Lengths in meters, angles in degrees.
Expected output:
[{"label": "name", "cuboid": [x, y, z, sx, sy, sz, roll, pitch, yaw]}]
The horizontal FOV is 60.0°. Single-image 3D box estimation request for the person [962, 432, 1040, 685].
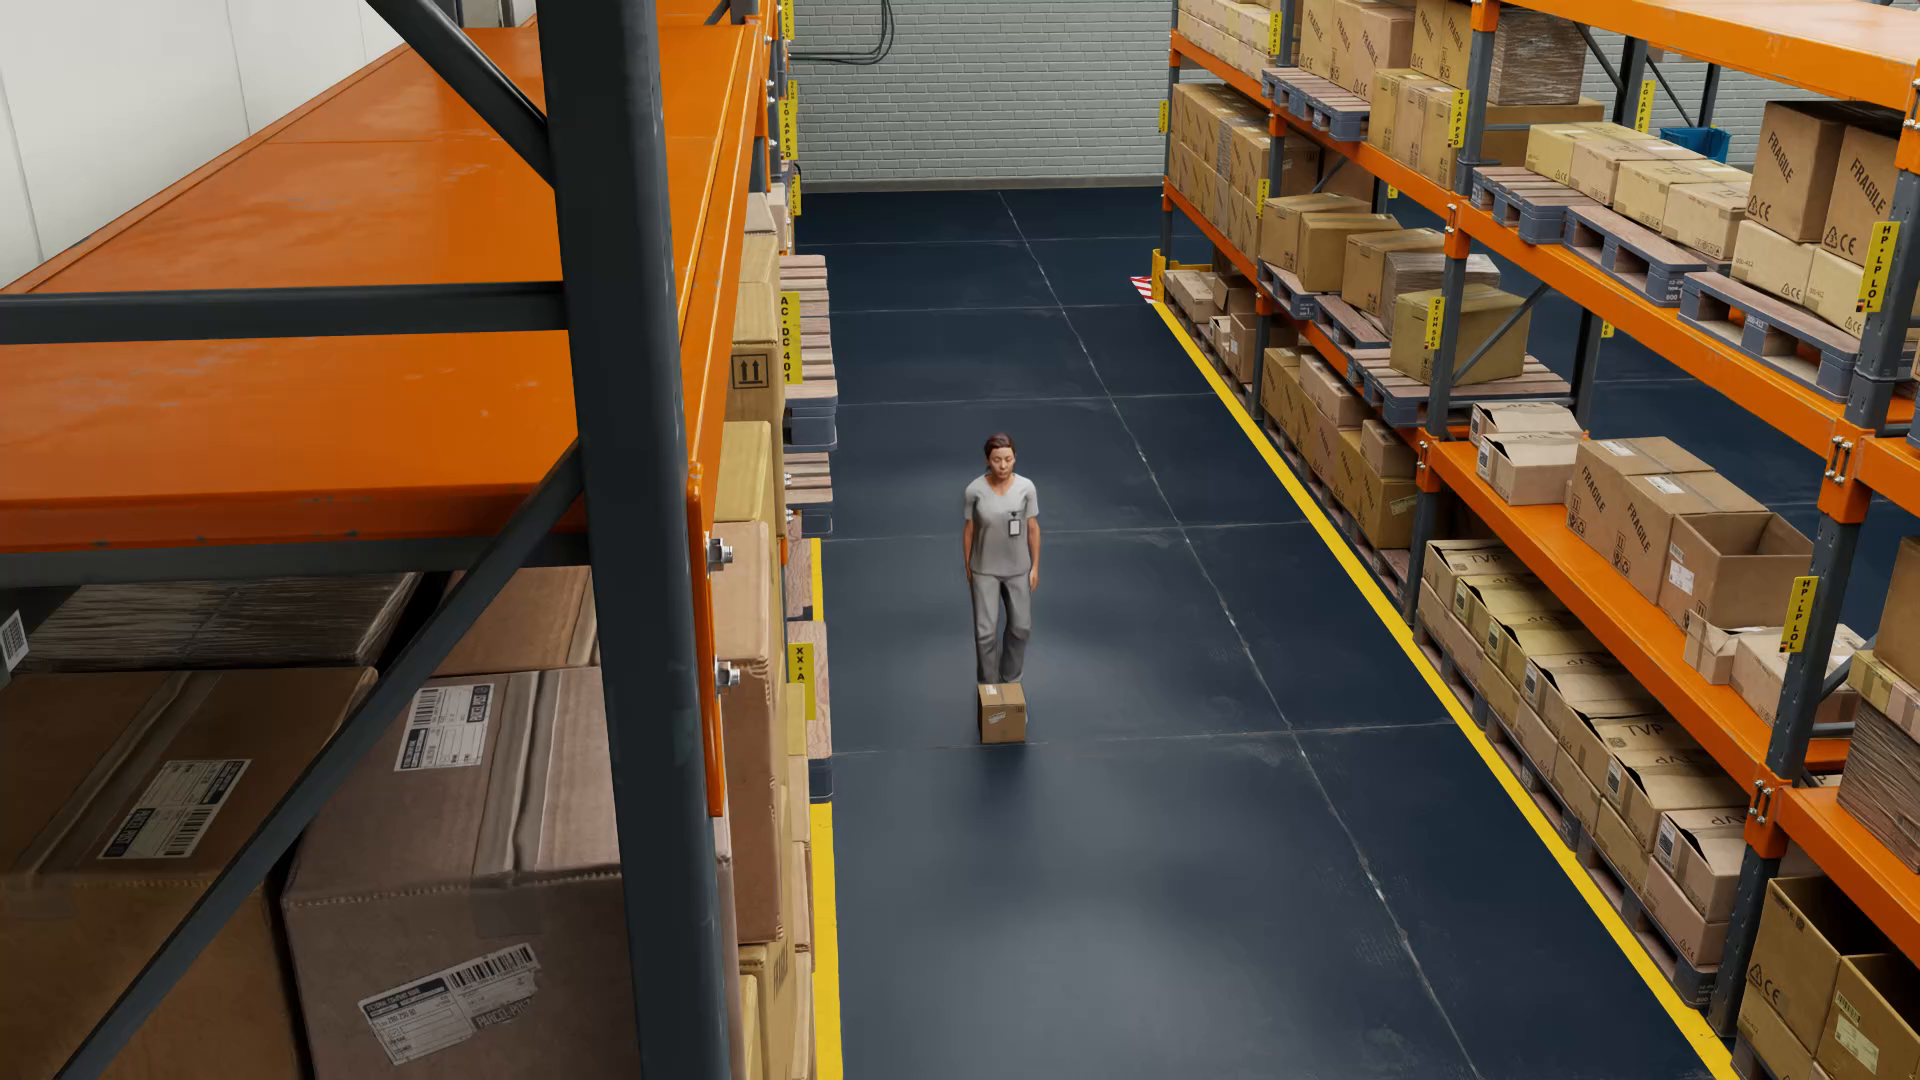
[{"label": "person", "cuboid": [0.242, 0.198, 9.750, 0.451, 1.707, 0.422, -1, 24, -3]}]
